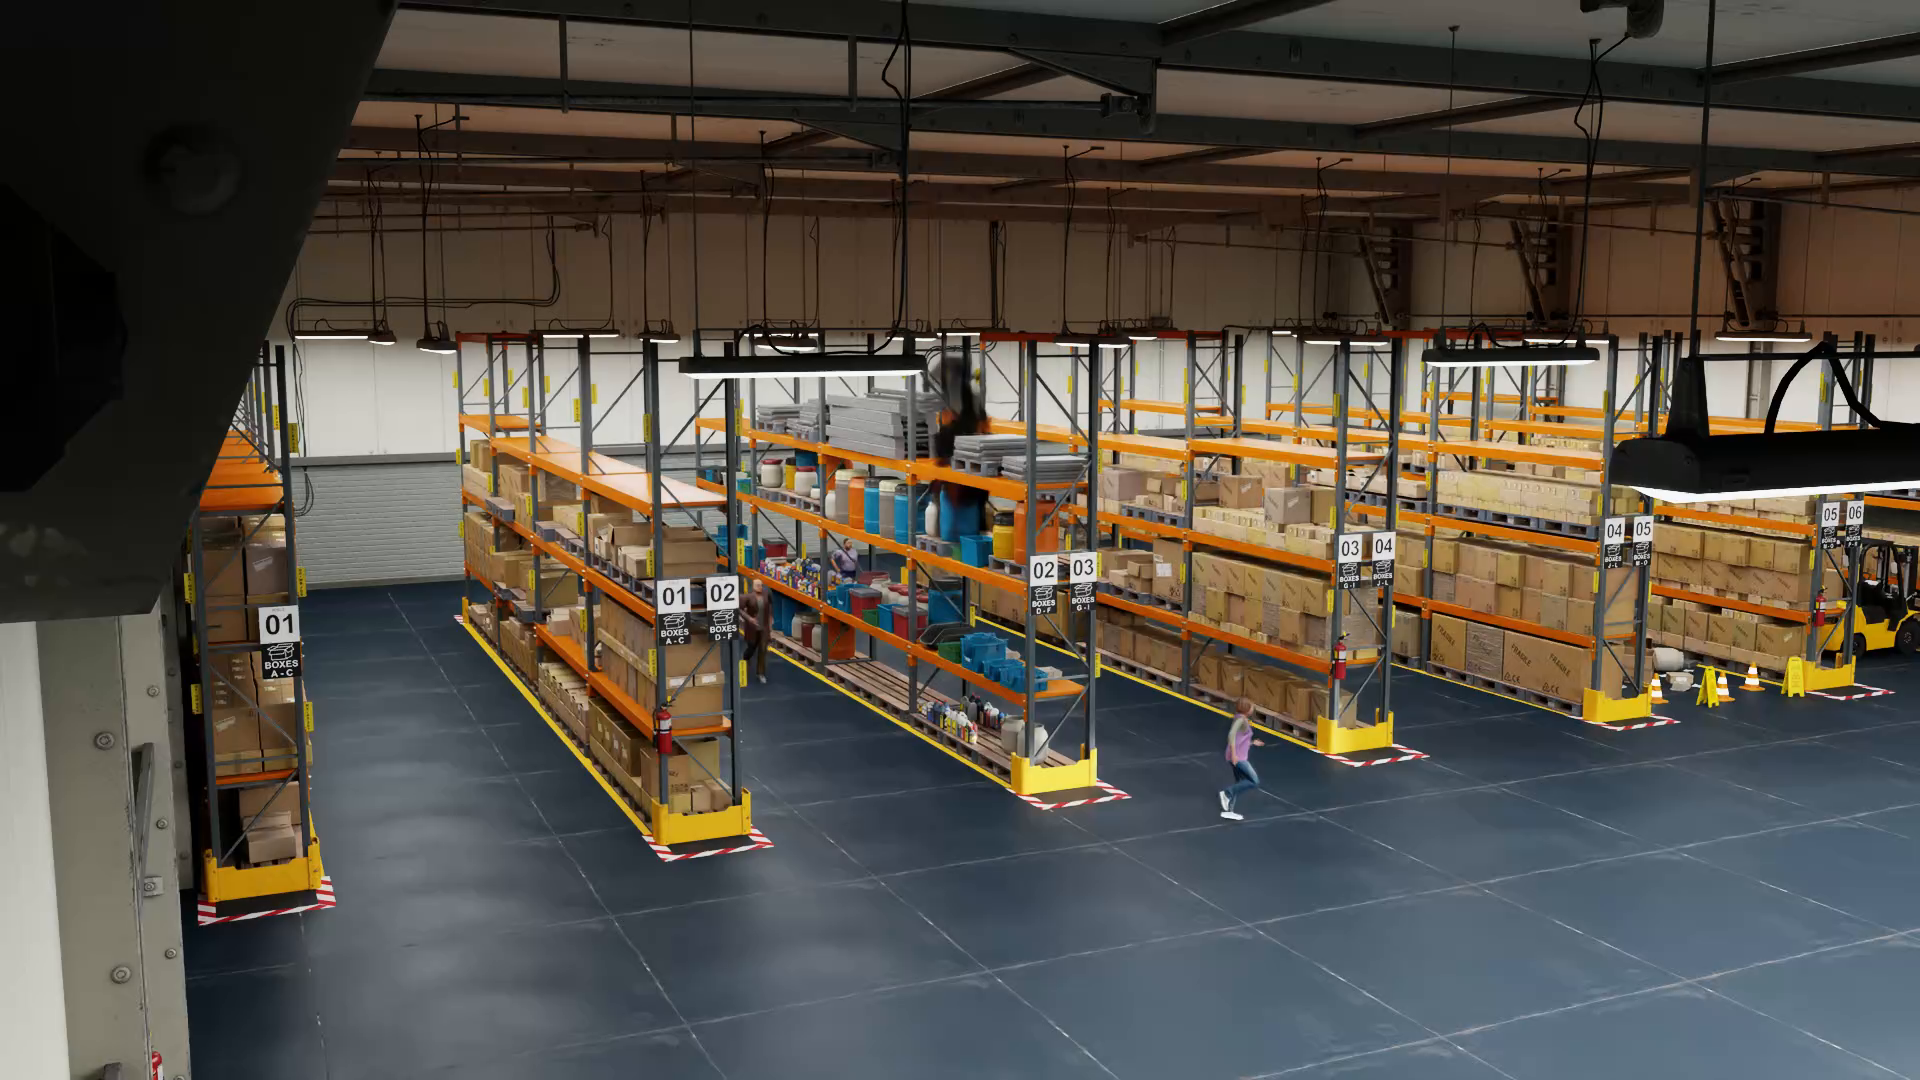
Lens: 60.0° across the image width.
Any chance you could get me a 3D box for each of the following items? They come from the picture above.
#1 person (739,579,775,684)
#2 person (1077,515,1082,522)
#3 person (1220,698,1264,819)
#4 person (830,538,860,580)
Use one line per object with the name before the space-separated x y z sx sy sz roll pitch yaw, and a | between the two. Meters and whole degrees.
person | -3.564 1.547 29.068 0.734 1.773 1.071 -4 9 -26
person | 2.685 0.260 38.771 0.665 1.736 0.608 -3 8 -21
person | 3.551 2.755 20.943 0.561 1.551 0.530 0 8 2
person | -2.383 0.800 35.206 0.574 1.680 0.711 -6 10 -37
